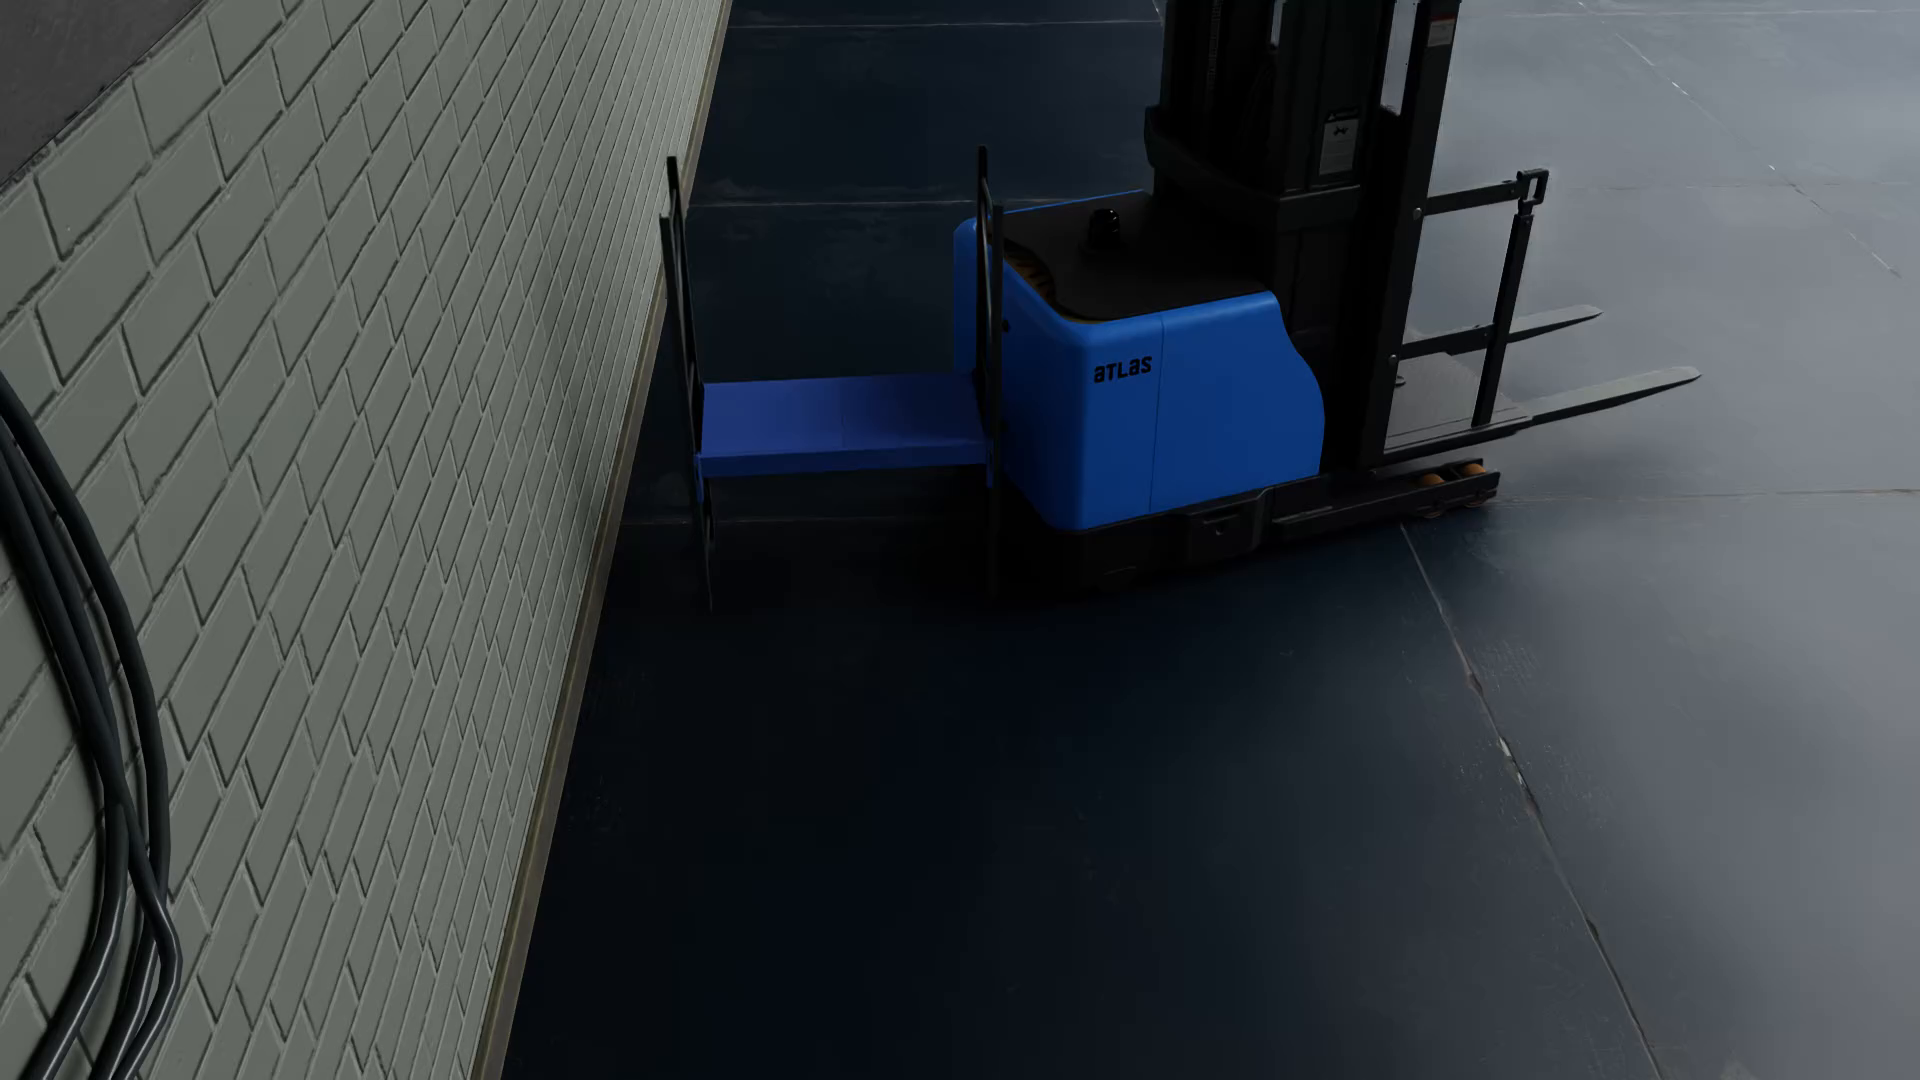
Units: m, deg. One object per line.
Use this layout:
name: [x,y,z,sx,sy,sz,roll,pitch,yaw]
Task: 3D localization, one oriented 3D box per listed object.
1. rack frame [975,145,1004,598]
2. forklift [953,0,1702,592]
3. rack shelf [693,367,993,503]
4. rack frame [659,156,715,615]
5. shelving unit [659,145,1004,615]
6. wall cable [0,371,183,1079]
rack frame: [0.096,-0.550,5.727,0.032,1.500,0.500,-3,35,-5]
forklift: [1.529,-1.554,5.919,3.031,2.935,1.130,-13,37,-18]
rack shelf: [-0.410,-0.374,5.789,1.000,0.185,0.538,-3,35,-5]
rack frame: [-0.916,-0.494,5.647,0.032,1.500,0.500,-3,35,-5]
shelving unit: [-0.410,-0.522,5.687,1.048,1.500,0.538,-3,35,-5]
wall cable: [-1.035,0.353,0.561,0.112,2.526,3.097,-2,35,-2]
